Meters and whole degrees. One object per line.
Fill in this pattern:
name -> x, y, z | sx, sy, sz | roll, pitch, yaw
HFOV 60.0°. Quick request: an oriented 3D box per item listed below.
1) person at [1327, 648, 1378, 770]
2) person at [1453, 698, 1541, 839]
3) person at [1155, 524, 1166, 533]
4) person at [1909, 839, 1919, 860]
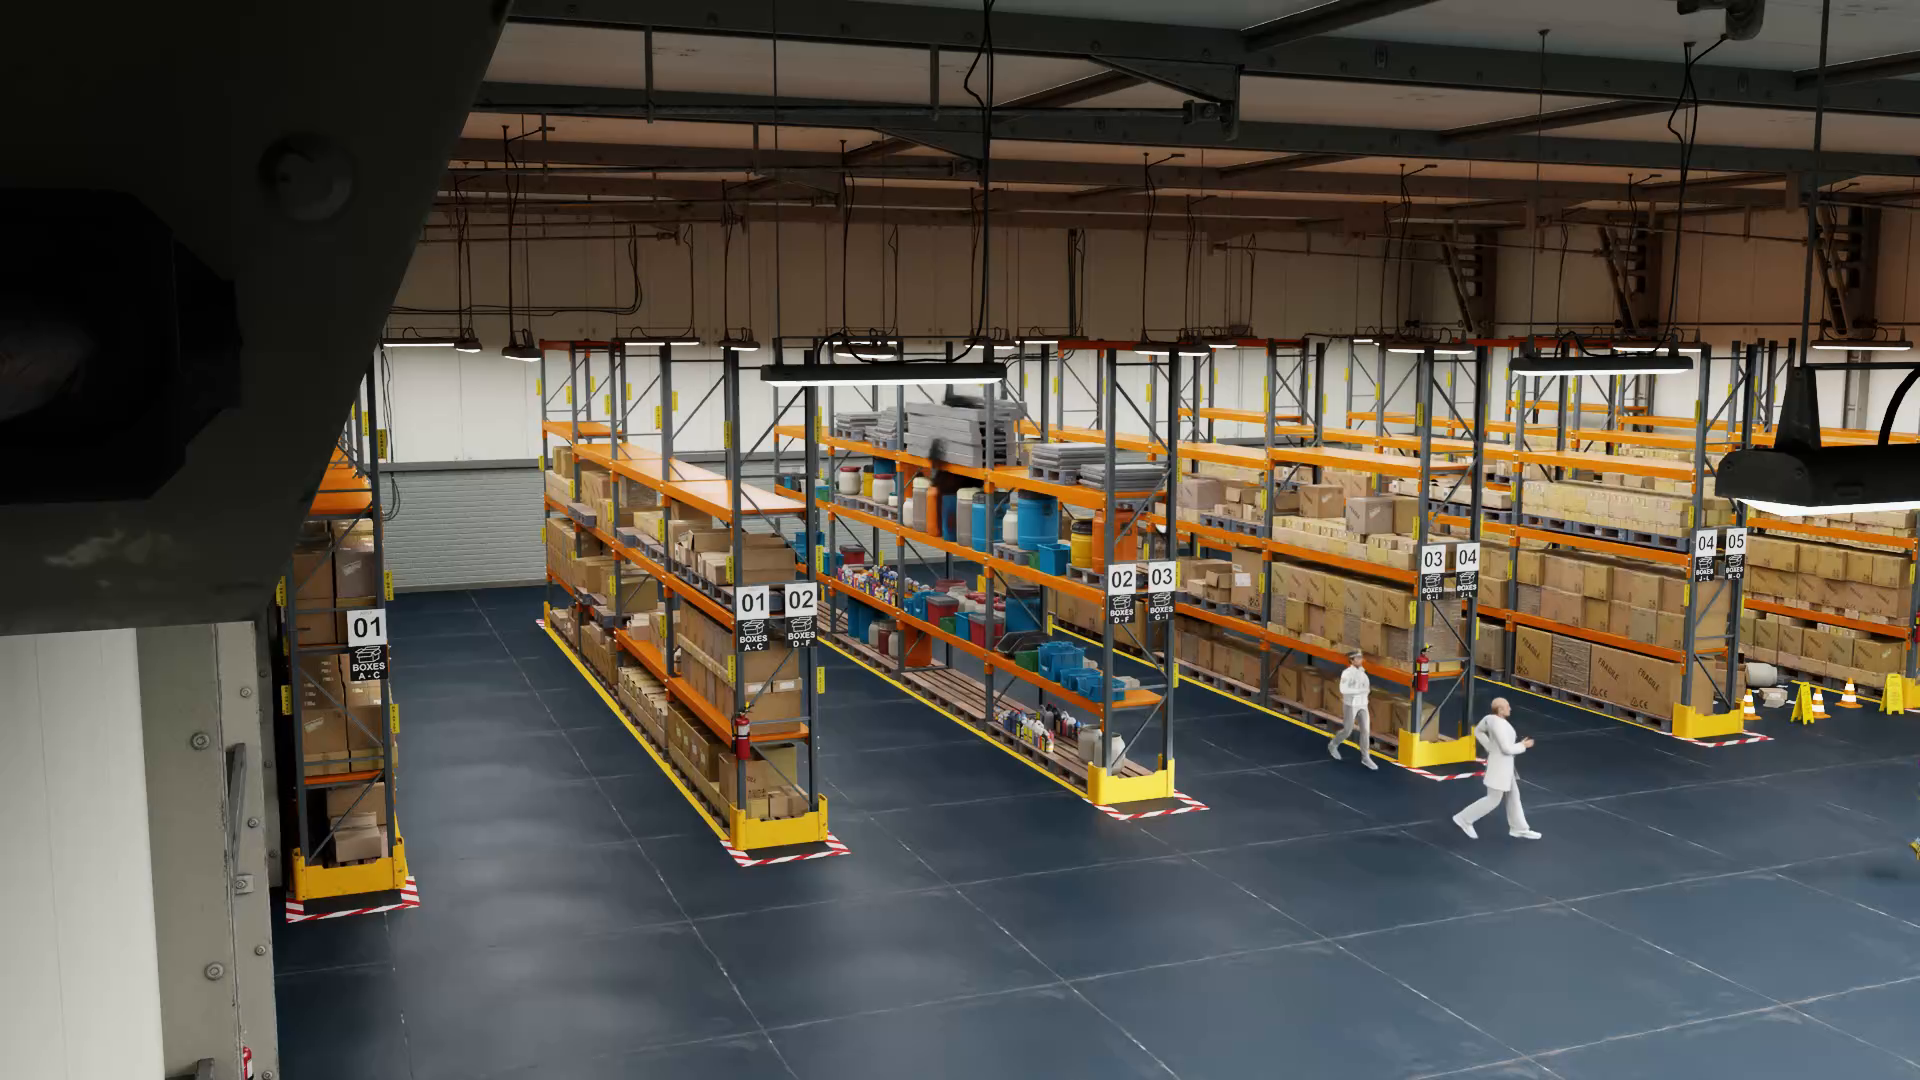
person -> 5.658, 2.375, 23.791 | 0.619, 1.690, 0.877 | -5, 9, -31
person -> 6.585, 2.786, 20.300 | 1.076, 1.756, 0.704 | 1, 8, 10
person -> 5.057, 0.080, 41.477 | 0.619, 1.723, 0.767 | -4, 8, -28
person -> 11.299, 3.018, 19.017 | 0.666, 1.727, 0.727 | 1, 8, 10
